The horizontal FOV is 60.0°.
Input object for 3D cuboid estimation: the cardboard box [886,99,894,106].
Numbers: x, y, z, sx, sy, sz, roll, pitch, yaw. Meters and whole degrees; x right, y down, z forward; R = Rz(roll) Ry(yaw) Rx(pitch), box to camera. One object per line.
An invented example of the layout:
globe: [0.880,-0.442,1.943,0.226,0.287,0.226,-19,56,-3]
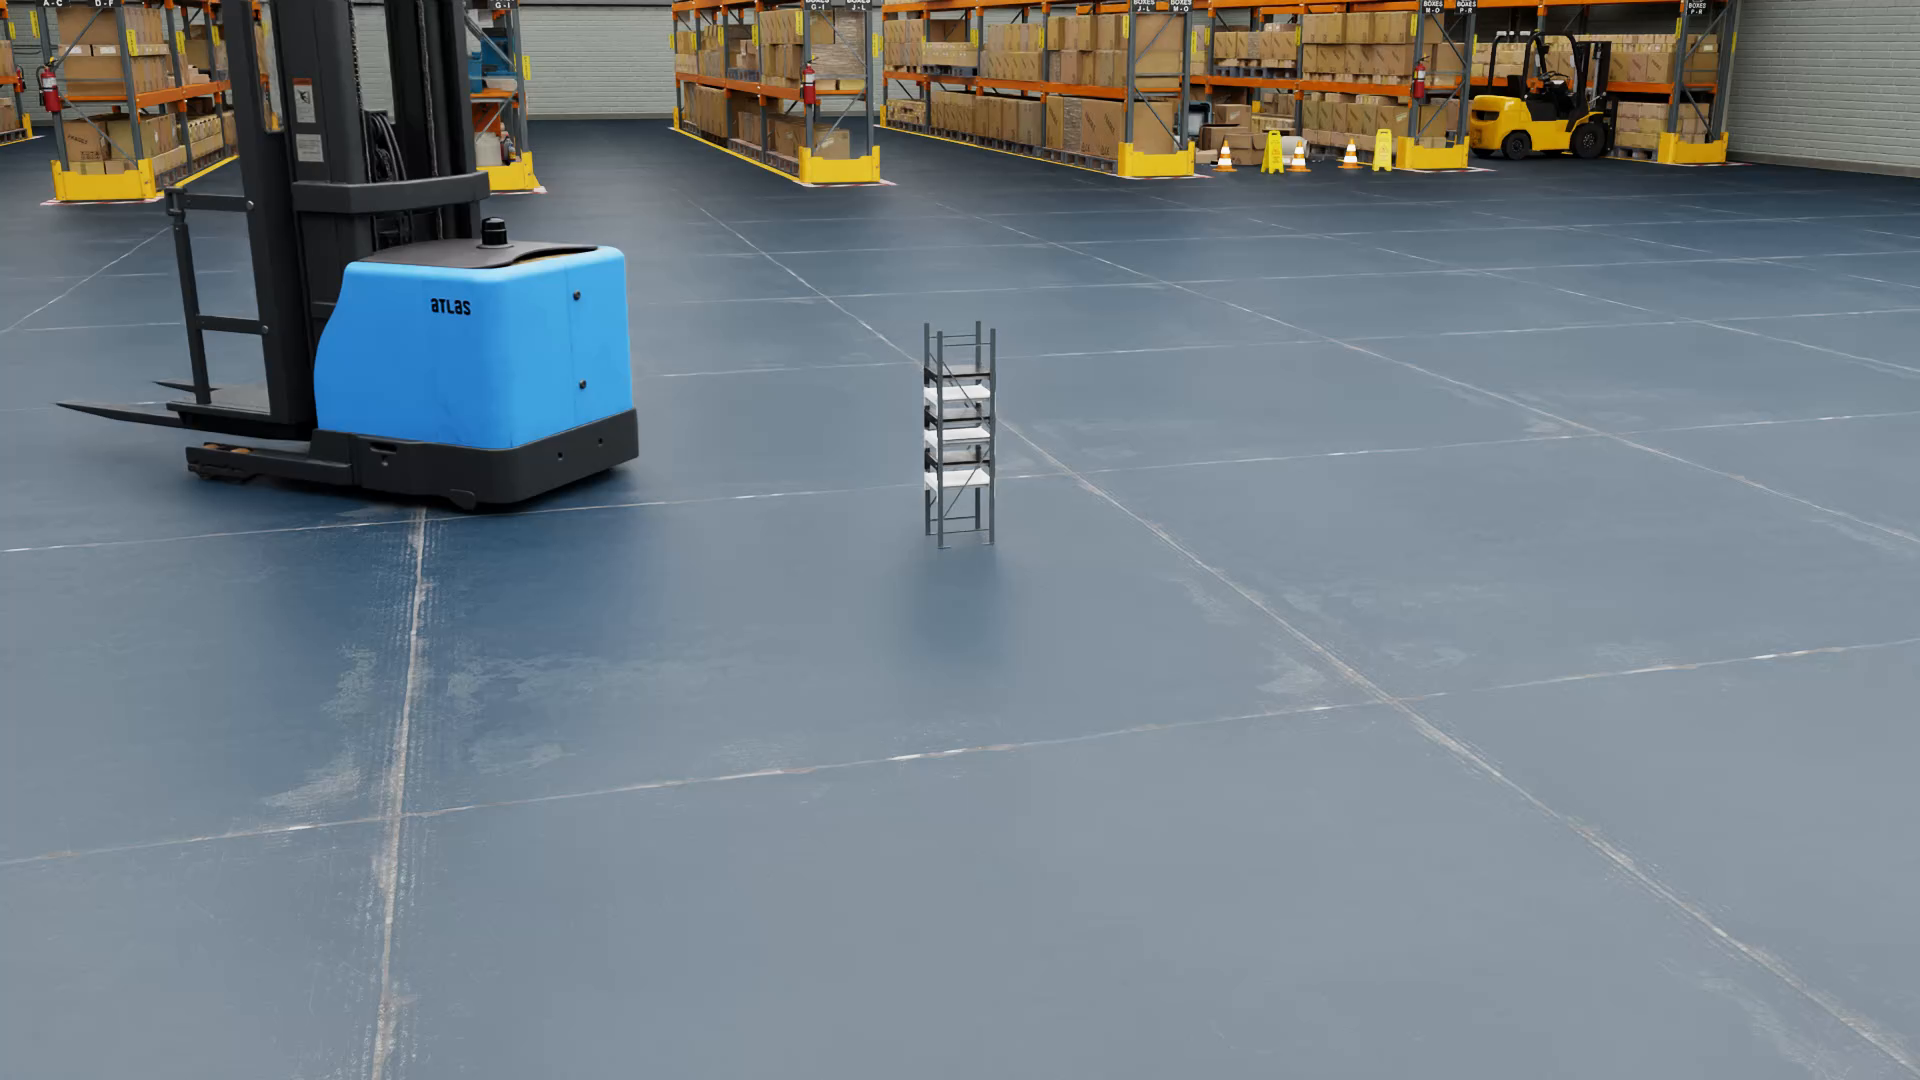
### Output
cardboard box: [-1.548,-10.485,39.835,0.380,0.149,0.250,-6,18,-18]

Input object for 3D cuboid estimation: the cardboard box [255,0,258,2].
cardboard box: [-15.293,-11.633,35.513,0.500,0.250,0.500,-5,17,-15]

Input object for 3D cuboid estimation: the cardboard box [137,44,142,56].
cardboard box: [-11.477,-6.734,22.853,0.380,0.149,0.250,-5,18,-17]

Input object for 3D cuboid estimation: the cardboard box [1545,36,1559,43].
cardboard box: [11.238,-9.419,31.276,0.380,0.149,0.250,-4,17,-14]

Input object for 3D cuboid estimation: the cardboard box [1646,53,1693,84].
cardboard box: [12.148,-8.086,28.485,0.500,0.500,0.500,-5,17,-16]

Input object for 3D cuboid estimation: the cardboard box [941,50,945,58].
cardboard box: [-0.168,-10.075,34.469,0.380,0.149,0.250,-5,17,-16]

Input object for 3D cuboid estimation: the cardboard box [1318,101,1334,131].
cardboard box: [6.726,-7.548,29.612,0.500,0.500,0.500,-4,17,-13]

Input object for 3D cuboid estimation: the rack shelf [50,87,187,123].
rack shelf: [-11.840,-6.173,23.538,1.077,0.370,4.000,-5,17,-15]

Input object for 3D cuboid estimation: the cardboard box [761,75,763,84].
cardboard box: [-3.094,-7.649,27.639,0.380,0.149,0.250,-5,17,-15]

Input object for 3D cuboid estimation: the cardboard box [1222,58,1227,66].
cardboard box: [5.521,-9.638,33.530,0.380,0.149,0.250,-6,18,-19]

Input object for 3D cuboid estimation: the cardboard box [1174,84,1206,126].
cardboard box: [5.214,-9.371,35.898,0.875,0.875,0.875,-4,17,-15]

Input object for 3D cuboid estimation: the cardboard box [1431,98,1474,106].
cardboard box: [10.495,-9.026,35.185,0.875,0.625,0.625,-4,17,-13]

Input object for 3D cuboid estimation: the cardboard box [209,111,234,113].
cardboard box: [-13.770,-7.766,31.173,0.500,0.500,0.500,-5,18,-17]

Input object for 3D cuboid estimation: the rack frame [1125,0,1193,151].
rack frame: [3.032,-7.110,25.409,1.000,3.000,0.127,-5,17,-15]

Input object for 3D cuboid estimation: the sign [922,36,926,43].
sign: [-0.785,-10.799,36.185,0.100,0.325,0.005,-5,17,-15]

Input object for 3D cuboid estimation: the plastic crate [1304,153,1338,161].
plastic crate: [6.308,-6.739,29.247,0.402,0.080,0.583,-12,20,-34]

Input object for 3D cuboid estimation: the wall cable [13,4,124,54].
wall cable: [-21.660,-12.976,39.905,3.097,2.526,0.112,-5,17,-15]

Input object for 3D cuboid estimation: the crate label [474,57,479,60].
crate label: [-8.712,-8.288,29.269,0.502,0.435,0.616,-5,17,-15]

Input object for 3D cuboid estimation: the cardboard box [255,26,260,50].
cardboard box: [-15.014,-10.532,34.890,0.500,0.500,0.500,-4,17,-14]

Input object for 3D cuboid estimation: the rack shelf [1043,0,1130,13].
rack shelf: [2.483,-8.756,26.923,1.077,0.370,4.000,-5,17,-15]

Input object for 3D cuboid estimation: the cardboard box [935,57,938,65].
cardboard box: [-0.315,-10.080,35.001,0.380,0.149,0.250,-5,18,-18]

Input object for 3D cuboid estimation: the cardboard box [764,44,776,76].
cardboard box: [-2.696,-7.773,26.923,0.875,0.500,0.500,-5,17,-15]

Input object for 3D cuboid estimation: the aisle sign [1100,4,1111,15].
aisle sign: [3.645,-13.245,41.313,0.394,0.787,0.004,-5,17,-15]

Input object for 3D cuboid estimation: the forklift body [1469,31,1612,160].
forklift body: [10.260,-7.897,29.503,2.313,2.155,1.214,-5,17,-15]

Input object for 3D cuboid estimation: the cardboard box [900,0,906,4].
cardboard box: [-1.061,-12.325,37.817,0.500,0.250,0.500,-5,17,-16]

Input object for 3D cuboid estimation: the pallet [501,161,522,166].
pallet: [-7.143,-5.598,25.223,1.003,0.211,1.213,-5,17,-15]

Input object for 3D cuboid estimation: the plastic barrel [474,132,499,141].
plastic barrel: [-6.919,-5.679,24.238,0.421,0.512,0.421,0,17,0]

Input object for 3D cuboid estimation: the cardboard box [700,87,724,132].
cardboard box: [-4.621,-8.827,34.086,1.225,0.875,0.875,-5,18,-17]

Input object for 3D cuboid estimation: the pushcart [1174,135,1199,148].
pushcart: [4.486,-7.186,30.220,1.648,0.377,0.936,-12,20,-34]

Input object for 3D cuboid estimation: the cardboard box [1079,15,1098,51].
cardboard box: [2.434,-8.252,27.072,0.875,0.550,0.500,-5,17,-15]

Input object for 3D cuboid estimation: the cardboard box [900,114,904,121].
cardboard box: [-1.192,-9.849,38.753,0.380,0.149,0.250,-6,18,-18]

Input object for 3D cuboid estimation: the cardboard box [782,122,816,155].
cardboard box: [-2.628,-6.585,27.275,0.500,0.500,0.500,1,17,2]

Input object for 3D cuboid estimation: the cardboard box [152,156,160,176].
cardboard box: [-11.365,-5.152,22.940,0.500,0.250,0.500,-5,17,-15]

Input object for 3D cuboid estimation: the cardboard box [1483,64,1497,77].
cardboard box: [10.796,-9.355,33.142,0.500,0.250,0.500,-5,17,-15]

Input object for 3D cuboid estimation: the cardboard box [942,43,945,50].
cardboard box: [-0.166,-10.218,34.428,0.380,0.149,0.250,-4,17,-14]

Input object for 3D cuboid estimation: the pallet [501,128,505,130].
pallet: [-10.064,-8.539,35.011,1.003,0.211,1.213,-5,17,-15]

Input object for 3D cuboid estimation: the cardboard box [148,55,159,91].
cardboard box: [-11.977,-6.712,23.908,0.700,0.500,0.500,-4,17,-14]

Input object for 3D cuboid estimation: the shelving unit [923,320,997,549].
shelving unit: [-0.002,-0.433,6.830,0.258,0.900,0.210,-5,17,-15]

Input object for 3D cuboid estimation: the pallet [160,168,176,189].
pallet: [-11.873,-5.174,23.809,1.003,0.211,1.213,-5,17,-15]

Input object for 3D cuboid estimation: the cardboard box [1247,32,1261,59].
cardboard box: [5.899,-9.562,32.151,0.500,0.500,0.500,-5,18,-17]

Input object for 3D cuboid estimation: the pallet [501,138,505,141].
pallet: [-8.982,-7.447,31.376,1.003,0.211,1.213,-5,17,-15]

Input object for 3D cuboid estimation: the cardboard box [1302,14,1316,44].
cardboard box: [6.577,-9.167,29.825,0.700,0.500,0.500,-5,17,-16]

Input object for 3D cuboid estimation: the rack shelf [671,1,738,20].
rack shelf: [-5.612,-11.711,36.761,1.077,0.370,4.000,-5,17,-15]

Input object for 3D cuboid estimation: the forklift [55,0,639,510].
forklift: [-3.116,-1.799,7.846,3.031,2.935,1.130,7,18,23]

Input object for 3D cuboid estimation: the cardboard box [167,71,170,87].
cardboard box: [-12.567,-7.131,25.740,0.500,0.250,0.500,-4,17,-12]

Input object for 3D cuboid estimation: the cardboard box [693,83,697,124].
cardboard box: [-5.414,-9.687,36.950,0.875,0.875,0.875,-5,17,-15]

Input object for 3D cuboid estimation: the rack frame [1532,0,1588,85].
rack frame: [11.436,-9.030,31.798,1.000,3.000,0.127,-5,17,-15]

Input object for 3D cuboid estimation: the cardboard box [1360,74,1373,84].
cardboard box: [7.037,-7.844,28.289,0.380,0.149,0.250,-5,17,-16]

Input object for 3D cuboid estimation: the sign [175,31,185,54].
sign: [-11.857,-7.567,25.288,0.100,0.325,0.005,-5,17,-15]

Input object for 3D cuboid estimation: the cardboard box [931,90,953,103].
cardboard box: [-0.317,-9.568,35.901,0.500,0.250,0.500,-5,18,-18]

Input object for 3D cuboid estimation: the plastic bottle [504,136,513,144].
plastic bottle: [-7.031,-6.105,25.903,0.144,0.351,0.185,-5,17,-16]

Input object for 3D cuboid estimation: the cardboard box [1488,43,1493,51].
cardboard box: [10.749,-9.816,33.116,0.380,0.149,0.250,-5,17,-15]

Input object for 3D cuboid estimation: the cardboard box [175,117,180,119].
cardboard box: [-13.475,-7.017,28.173,0.500,0.311,0.500,-5,17,-17]

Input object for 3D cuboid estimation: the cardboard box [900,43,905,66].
cardboard box: [-1.067,-11.157,38.191,0.500,0.500,0.500,-5,17,-17]

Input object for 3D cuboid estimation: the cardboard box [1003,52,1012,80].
cardboard box: [1.113,-8.808,30.886,0.500,0.500,0.500,-5,17,-16]

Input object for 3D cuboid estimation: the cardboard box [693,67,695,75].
cardboard box: [-5.532,-10.075,35.715,0.380,0.149,0.250,-4,17,-14]
